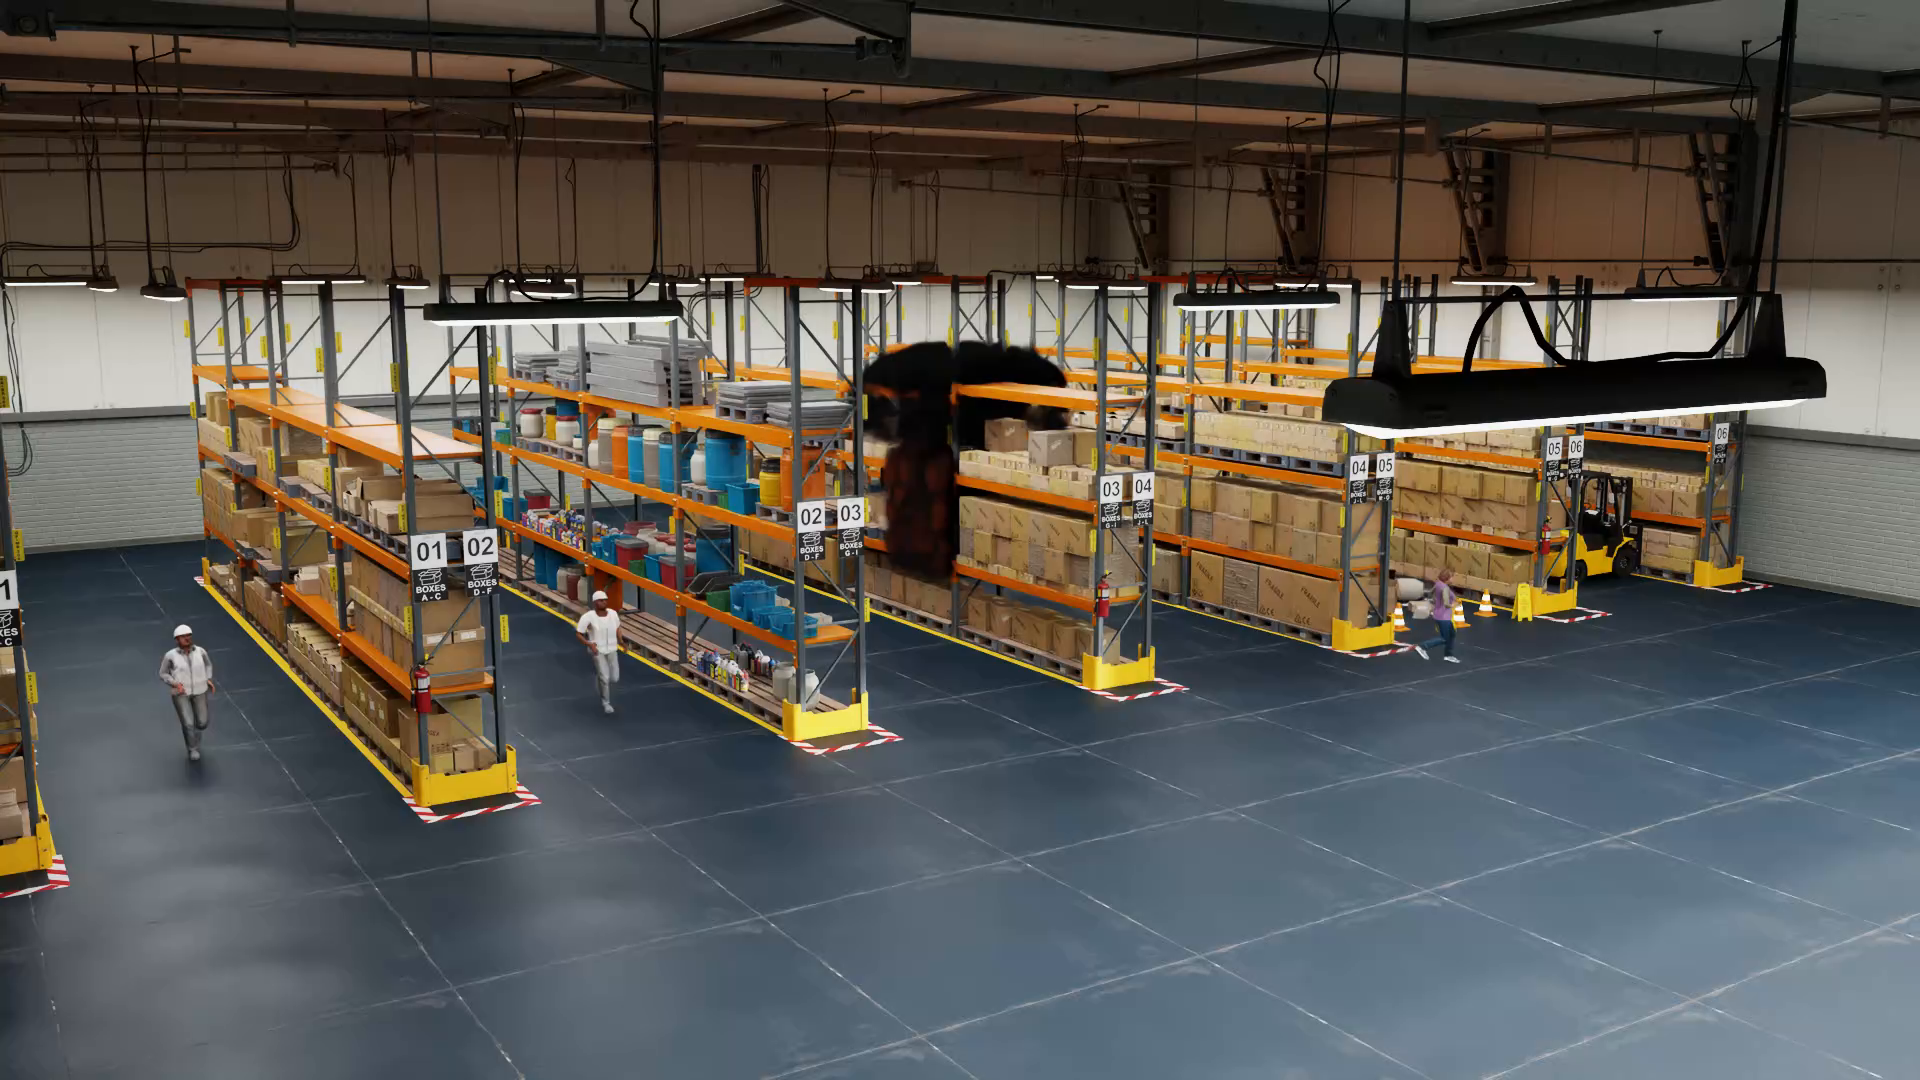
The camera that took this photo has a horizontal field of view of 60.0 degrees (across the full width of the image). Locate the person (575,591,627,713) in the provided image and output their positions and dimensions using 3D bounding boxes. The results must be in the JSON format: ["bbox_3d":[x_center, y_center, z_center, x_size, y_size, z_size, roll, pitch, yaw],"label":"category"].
[{"bbox_3d":[-5.100,1.564,23.580,0.692,1.726,0.598,-8,12,-38],"label":"person"}]

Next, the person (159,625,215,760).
[{"bbox_3d":[-9.893,1.942,21.330,0.661,1.731,0.585,-8,12,-38],"label":"person"}]

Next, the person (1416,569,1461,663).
[{"bbox_3d":[7.580,1.229,26.170,0.782,1.565,0.569,0,10,2],"label":"person"}]

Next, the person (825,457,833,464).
[{"bbox_3d":[-3.239,-1.262,40.657,0.676,1.712,0.657,2,10,11],"label":"person"}]
